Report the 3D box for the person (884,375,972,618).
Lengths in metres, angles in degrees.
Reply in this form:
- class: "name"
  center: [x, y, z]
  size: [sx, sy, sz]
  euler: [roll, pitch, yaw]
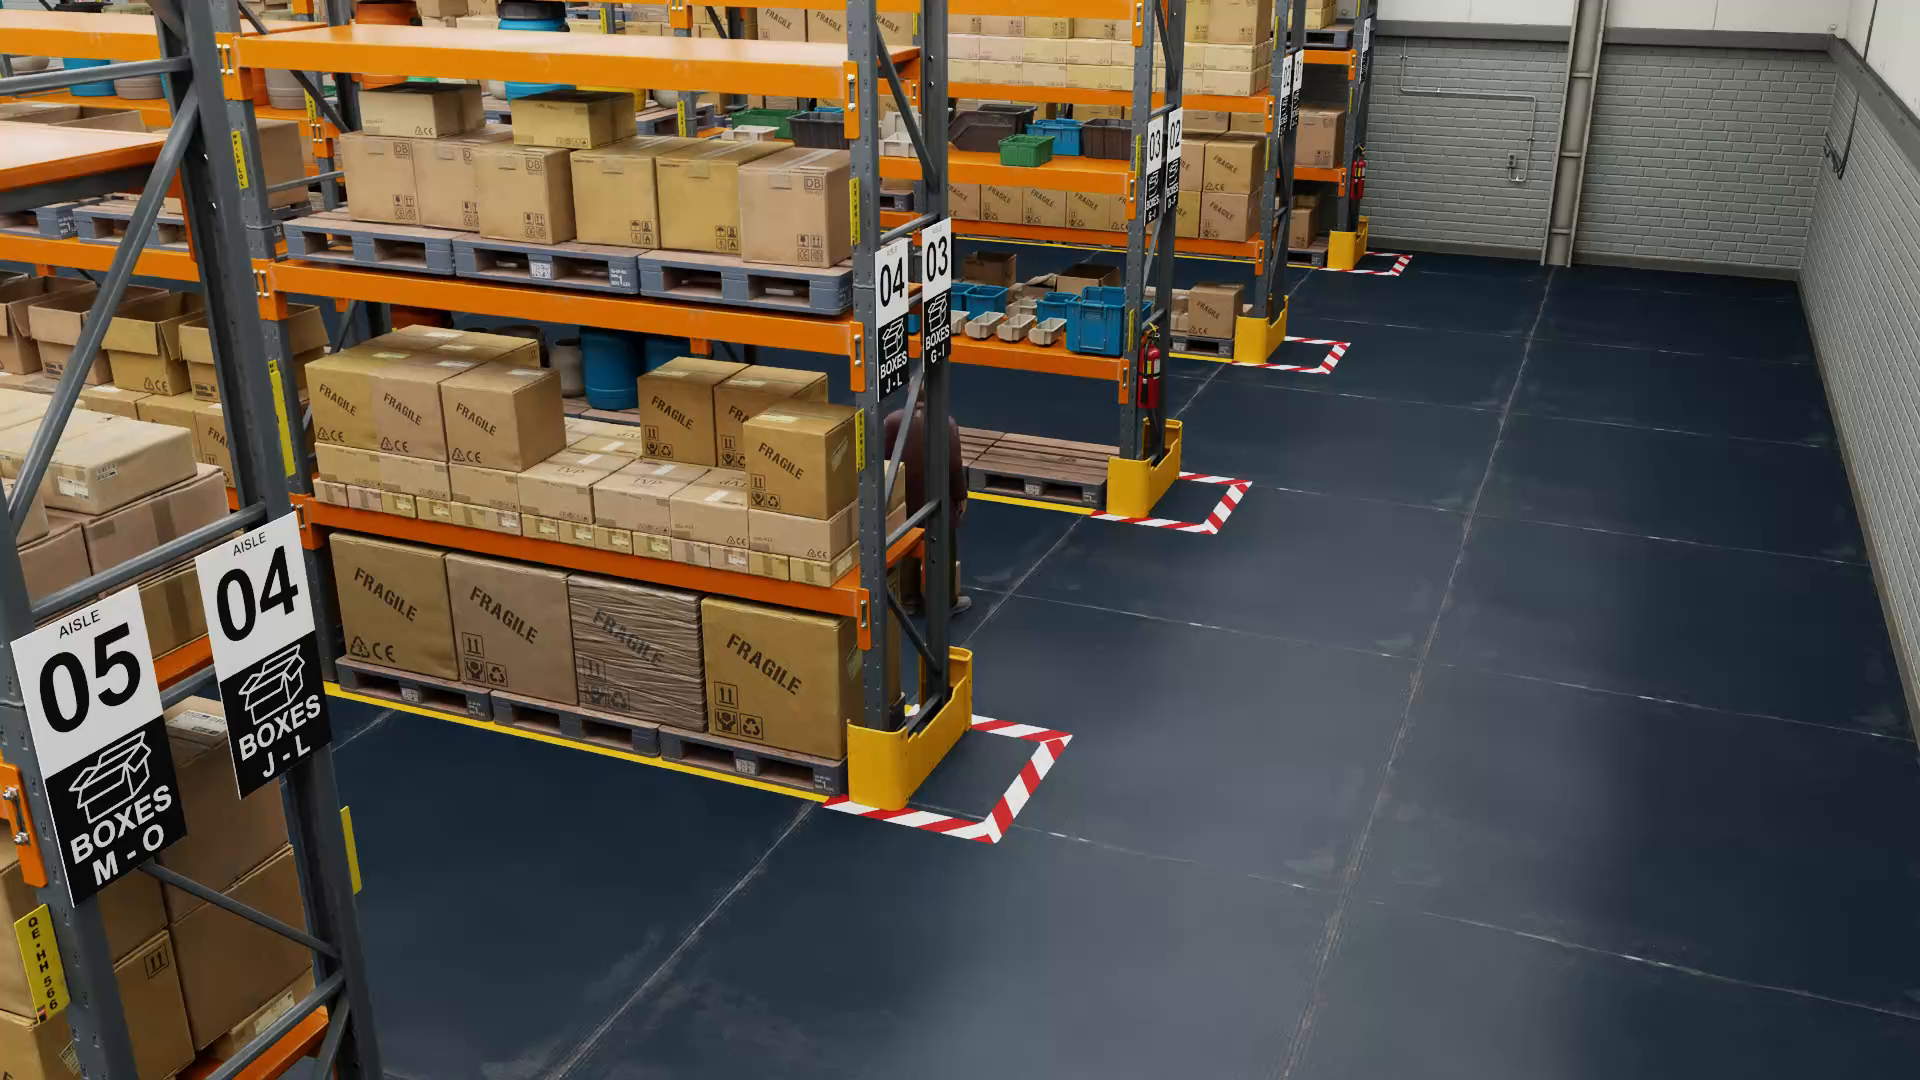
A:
- class: "person"
  center: [-0.258, -0.316, 11.747]
  size: [0.652, 1.773, 0.427]
  euler: [7, 23, 17]
